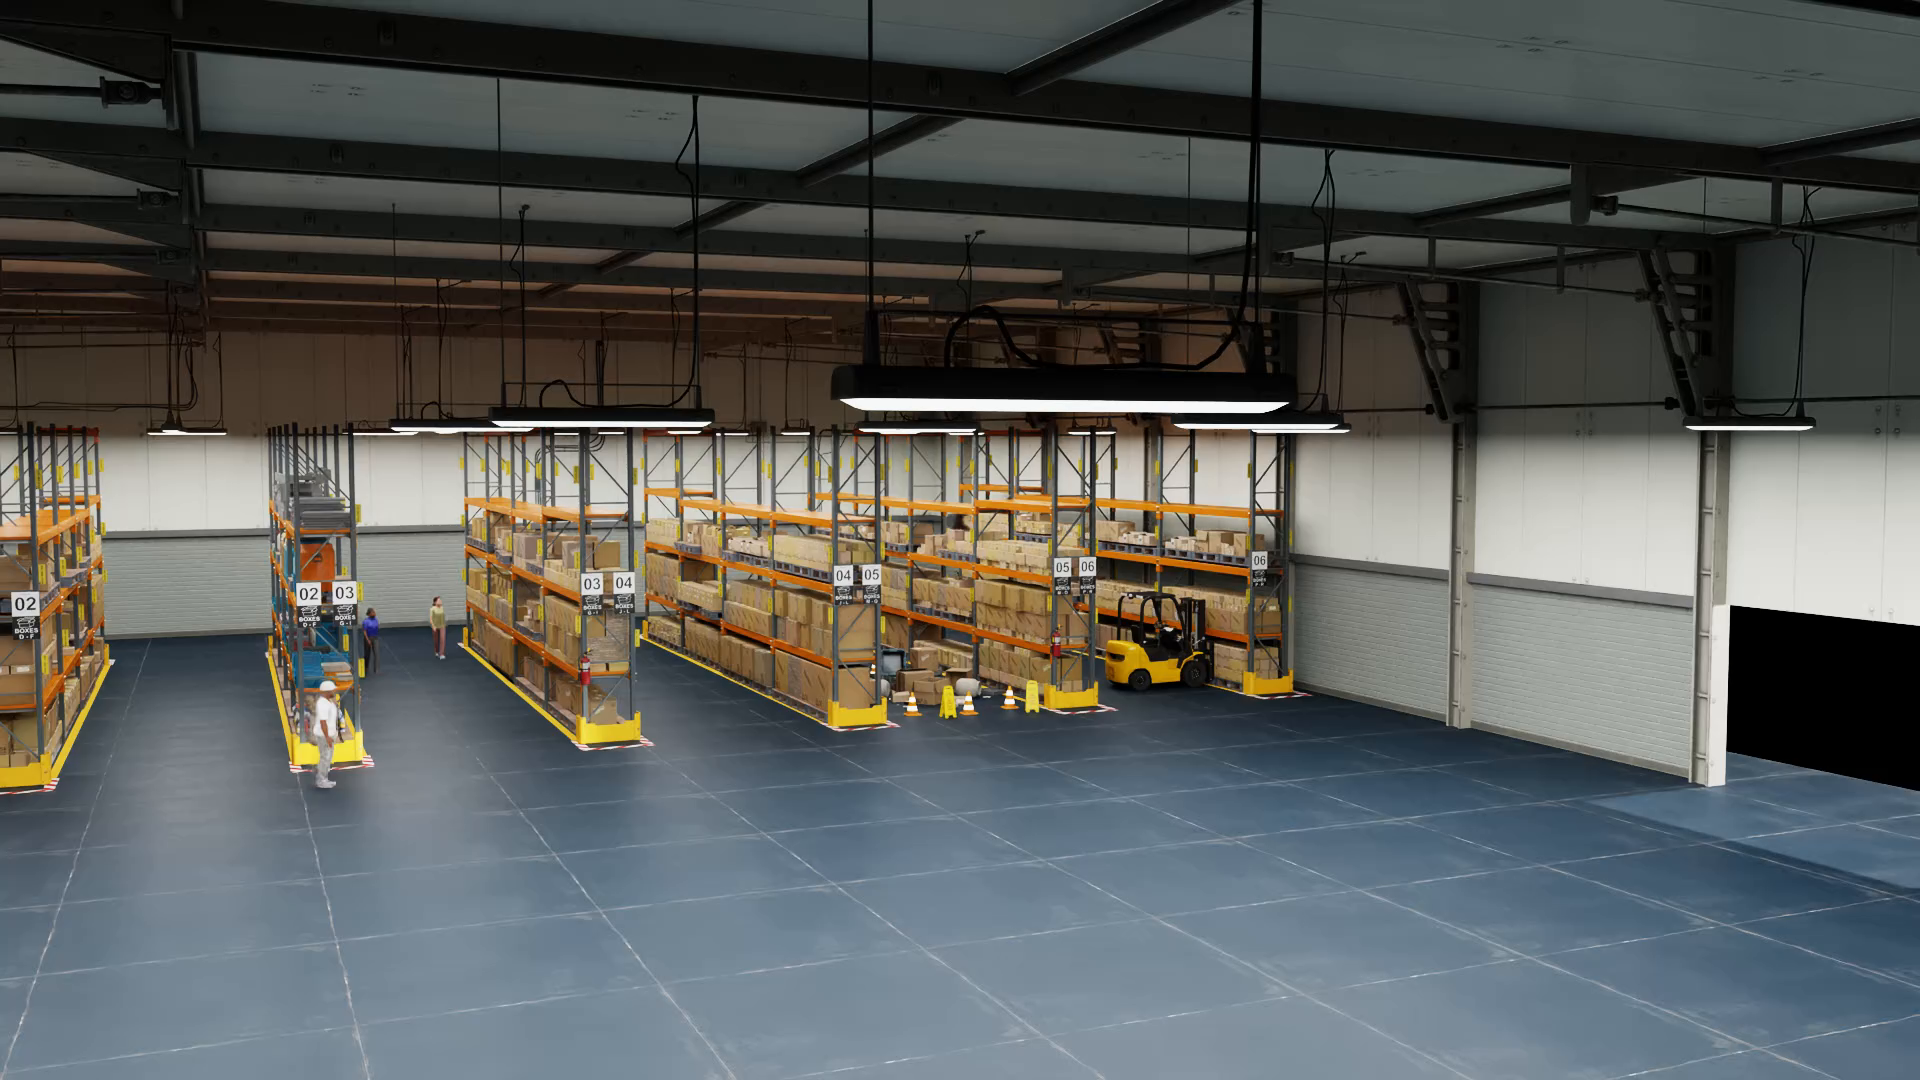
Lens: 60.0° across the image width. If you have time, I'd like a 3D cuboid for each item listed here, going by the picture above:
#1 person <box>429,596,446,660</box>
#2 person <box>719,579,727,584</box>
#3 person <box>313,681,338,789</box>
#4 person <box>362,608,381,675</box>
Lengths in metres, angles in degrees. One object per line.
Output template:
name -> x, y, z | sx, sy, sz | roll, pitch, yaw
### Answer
person -> -13.541, 2.273, 43.114 | 0.424, 1.623, 1.004 | -1, 4, -18
person -> -7.325, 1.786, 50.408 | 0.562, 1.734, 0.403 | 0, 3, -2
person -> -10.387, 3.178, 27.228 | 0.419, 1.760, 0.629 | 0, 3, -4
person -> -14.299, 2.452, 40.375 | 0.397, 1.612, 0.959 | -2, 4, -28
